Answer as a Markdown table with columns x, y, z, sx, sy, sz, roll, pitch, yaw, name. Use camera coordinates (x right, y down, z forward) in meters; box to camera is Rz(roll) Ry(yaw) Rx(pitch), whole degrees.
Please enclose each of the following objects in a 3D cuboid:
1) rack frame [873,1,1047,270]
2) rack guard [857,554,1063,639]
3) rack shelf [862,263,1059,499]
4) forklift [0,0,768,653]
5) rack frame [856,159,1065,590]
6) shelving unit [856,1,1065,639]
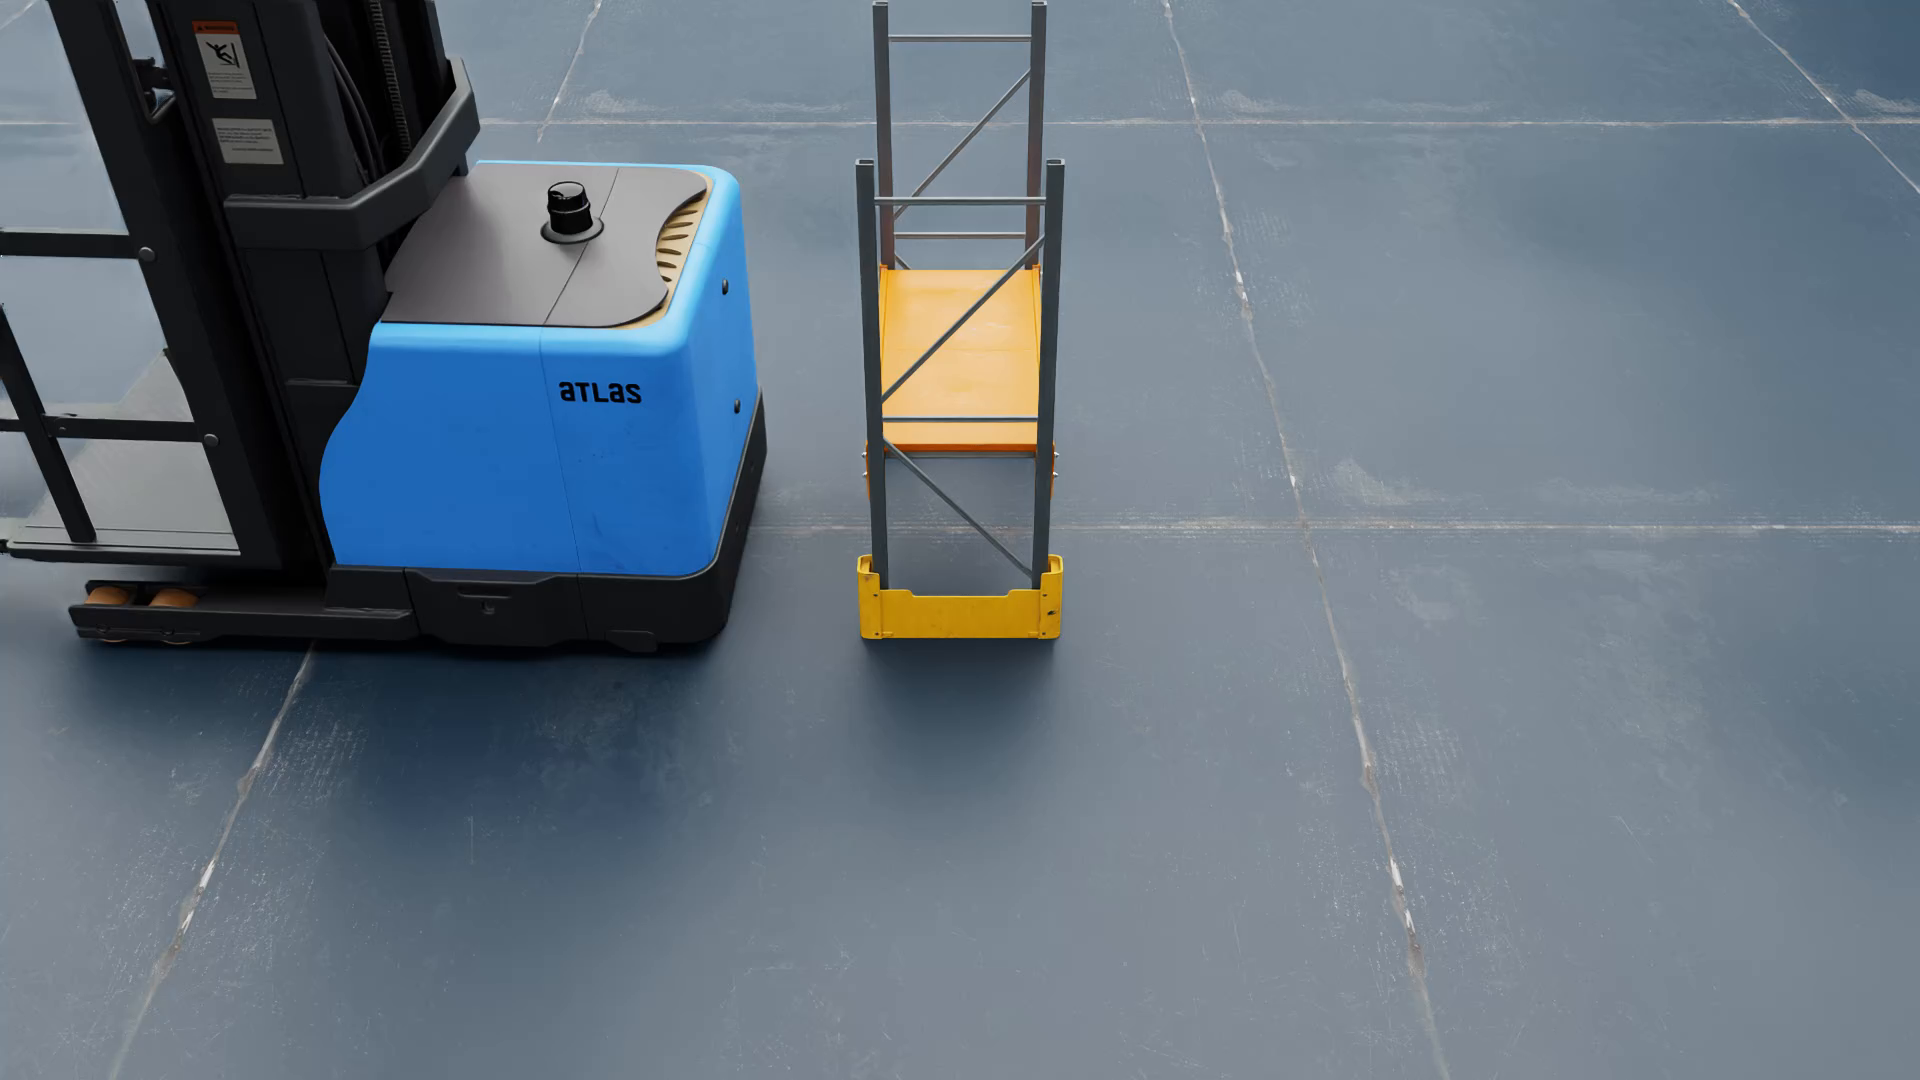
| x | y | z | sx | sy | sz | roll | pitch | yaw | name |
| --- | --- | --- | --- | --- | --- | --- | --- | --- | --- |
| -0.001 | -0.956 | 5.244 | 0.500 | 1.500 | 0.032 | 0 | 39 | 0 | rack frame |
| 0.000 | 0.166 | 4.843 | 0.587 | 0.250 | 0.087 | 0 | 39 | 0 | rack guard |
| 0.000 | -0.498 | 4.960 | 0.538 | 0.185 | 1.000 | 0 | 39 | 0 | rack shelf |
| -2.172 | -1.166 | 4.361 | 3.031 | 2.935 | 1.130 | 2 | 39 | 2 | forklift |
| 0.000 | -0.321 | 4.451 | 0.500 | 1.500 | 0.032 | 0 | 39 | 0 | rack frame |
| 0.000 | -0.633 | 4.840 | 0.587 | 1.500 | 1.083 | 0 | 39 | 0 | shelving unit |
